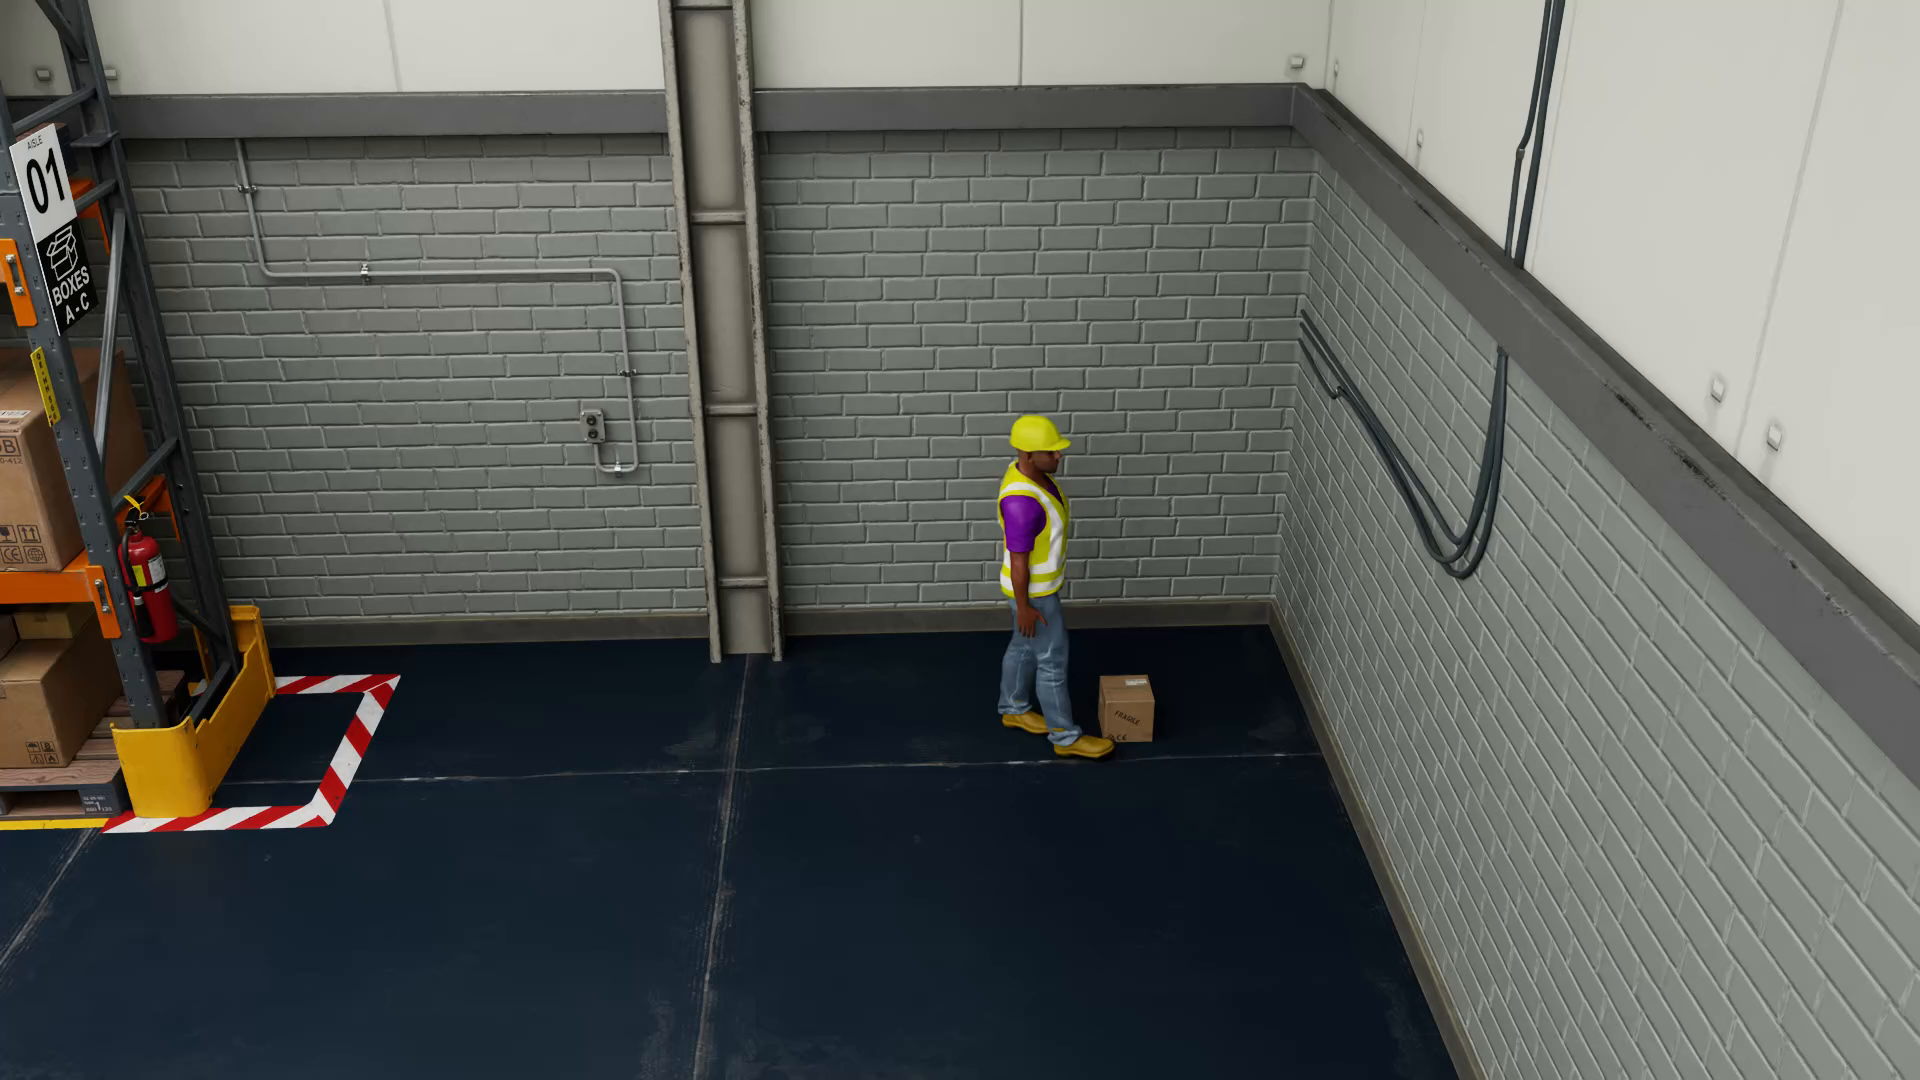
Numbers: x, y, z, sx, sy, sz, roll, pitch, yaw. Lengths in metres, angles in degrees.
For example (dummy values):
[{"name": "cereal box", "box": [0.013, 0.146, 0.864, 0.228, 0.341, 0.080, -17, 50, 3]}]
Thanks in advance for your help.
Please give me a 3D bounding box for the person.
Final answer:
[{"name": "person", "box": [0.493, 0.216, 8.173, 0.617, 1.765, 0.572, 3, 28, 6]}]
